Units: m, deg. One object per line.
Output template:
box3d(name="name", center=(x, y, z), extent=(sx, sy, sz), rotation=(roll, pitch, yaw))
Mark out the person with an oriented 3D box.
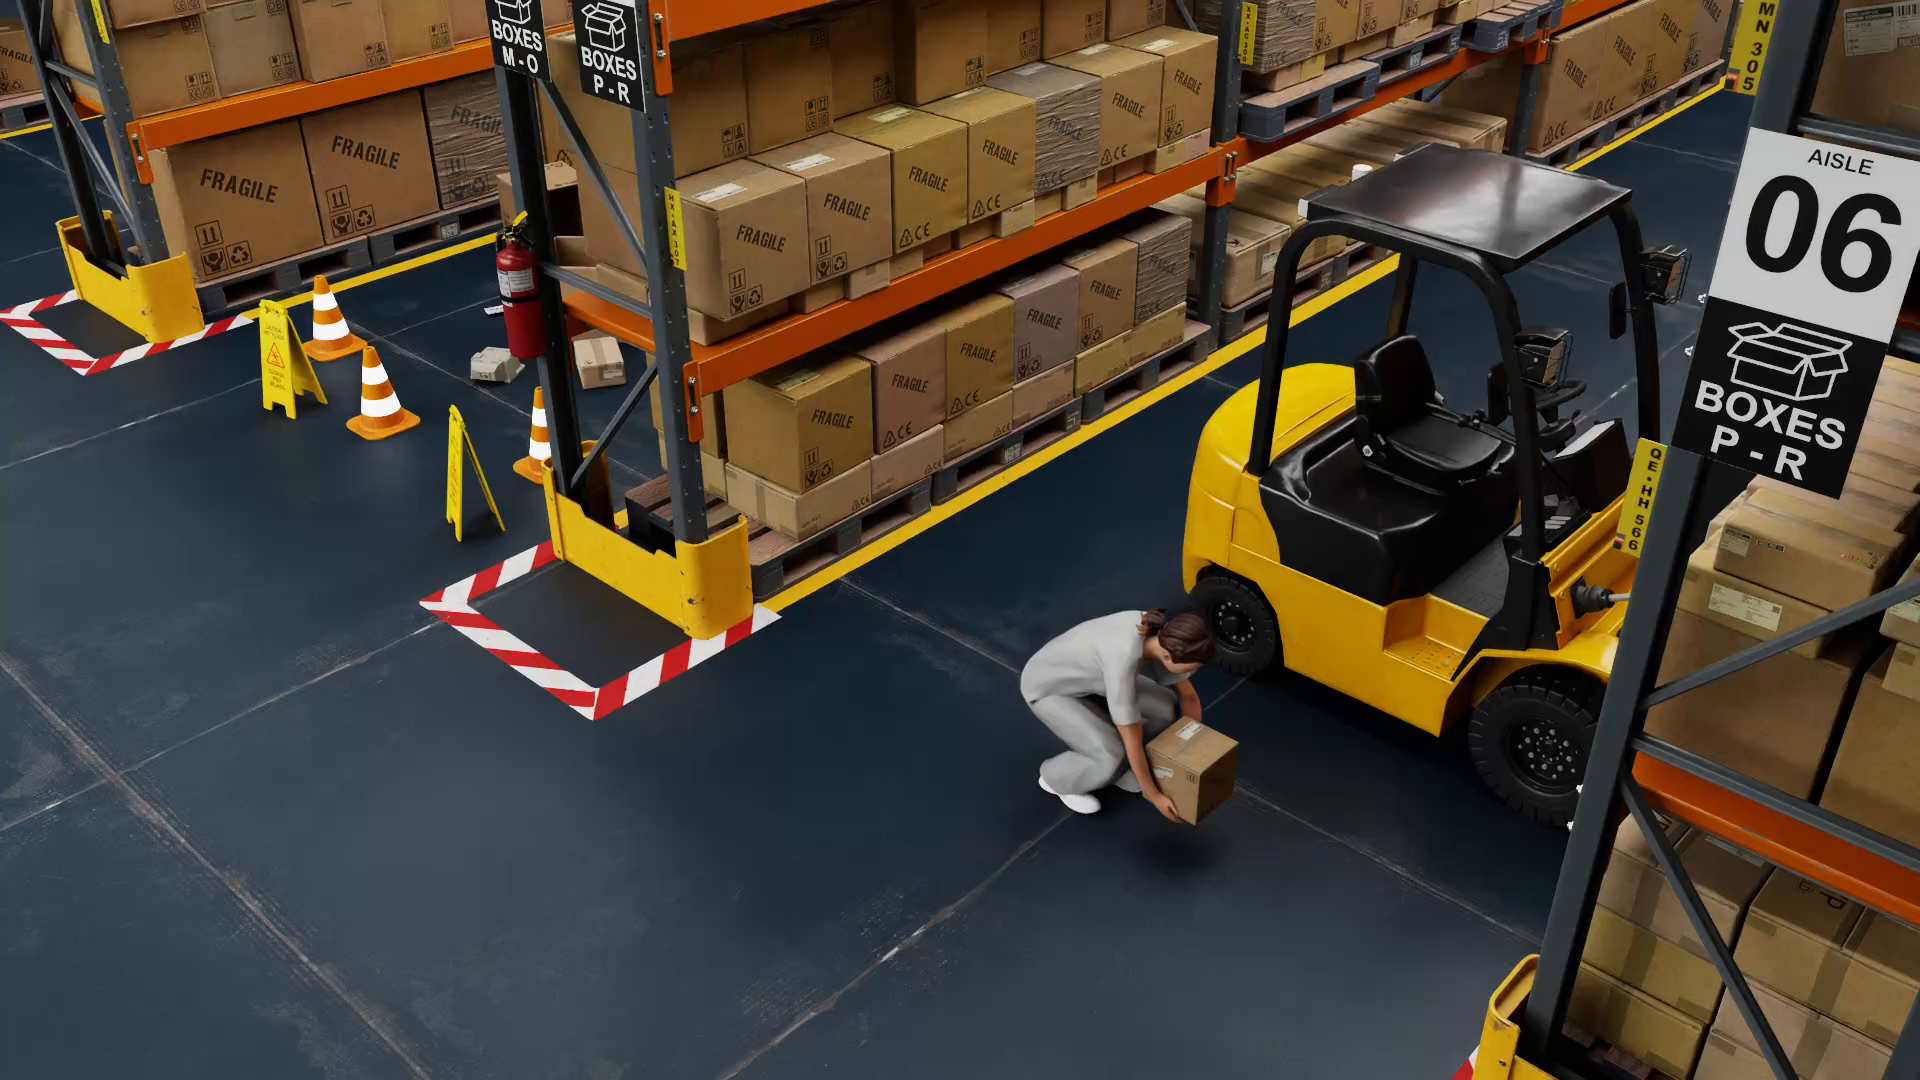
box3d(name="person", center=(0.619, 0.601, 6.372), extent=(0.803, 0.915, 0.485), rotation=(25, 39, 35))
